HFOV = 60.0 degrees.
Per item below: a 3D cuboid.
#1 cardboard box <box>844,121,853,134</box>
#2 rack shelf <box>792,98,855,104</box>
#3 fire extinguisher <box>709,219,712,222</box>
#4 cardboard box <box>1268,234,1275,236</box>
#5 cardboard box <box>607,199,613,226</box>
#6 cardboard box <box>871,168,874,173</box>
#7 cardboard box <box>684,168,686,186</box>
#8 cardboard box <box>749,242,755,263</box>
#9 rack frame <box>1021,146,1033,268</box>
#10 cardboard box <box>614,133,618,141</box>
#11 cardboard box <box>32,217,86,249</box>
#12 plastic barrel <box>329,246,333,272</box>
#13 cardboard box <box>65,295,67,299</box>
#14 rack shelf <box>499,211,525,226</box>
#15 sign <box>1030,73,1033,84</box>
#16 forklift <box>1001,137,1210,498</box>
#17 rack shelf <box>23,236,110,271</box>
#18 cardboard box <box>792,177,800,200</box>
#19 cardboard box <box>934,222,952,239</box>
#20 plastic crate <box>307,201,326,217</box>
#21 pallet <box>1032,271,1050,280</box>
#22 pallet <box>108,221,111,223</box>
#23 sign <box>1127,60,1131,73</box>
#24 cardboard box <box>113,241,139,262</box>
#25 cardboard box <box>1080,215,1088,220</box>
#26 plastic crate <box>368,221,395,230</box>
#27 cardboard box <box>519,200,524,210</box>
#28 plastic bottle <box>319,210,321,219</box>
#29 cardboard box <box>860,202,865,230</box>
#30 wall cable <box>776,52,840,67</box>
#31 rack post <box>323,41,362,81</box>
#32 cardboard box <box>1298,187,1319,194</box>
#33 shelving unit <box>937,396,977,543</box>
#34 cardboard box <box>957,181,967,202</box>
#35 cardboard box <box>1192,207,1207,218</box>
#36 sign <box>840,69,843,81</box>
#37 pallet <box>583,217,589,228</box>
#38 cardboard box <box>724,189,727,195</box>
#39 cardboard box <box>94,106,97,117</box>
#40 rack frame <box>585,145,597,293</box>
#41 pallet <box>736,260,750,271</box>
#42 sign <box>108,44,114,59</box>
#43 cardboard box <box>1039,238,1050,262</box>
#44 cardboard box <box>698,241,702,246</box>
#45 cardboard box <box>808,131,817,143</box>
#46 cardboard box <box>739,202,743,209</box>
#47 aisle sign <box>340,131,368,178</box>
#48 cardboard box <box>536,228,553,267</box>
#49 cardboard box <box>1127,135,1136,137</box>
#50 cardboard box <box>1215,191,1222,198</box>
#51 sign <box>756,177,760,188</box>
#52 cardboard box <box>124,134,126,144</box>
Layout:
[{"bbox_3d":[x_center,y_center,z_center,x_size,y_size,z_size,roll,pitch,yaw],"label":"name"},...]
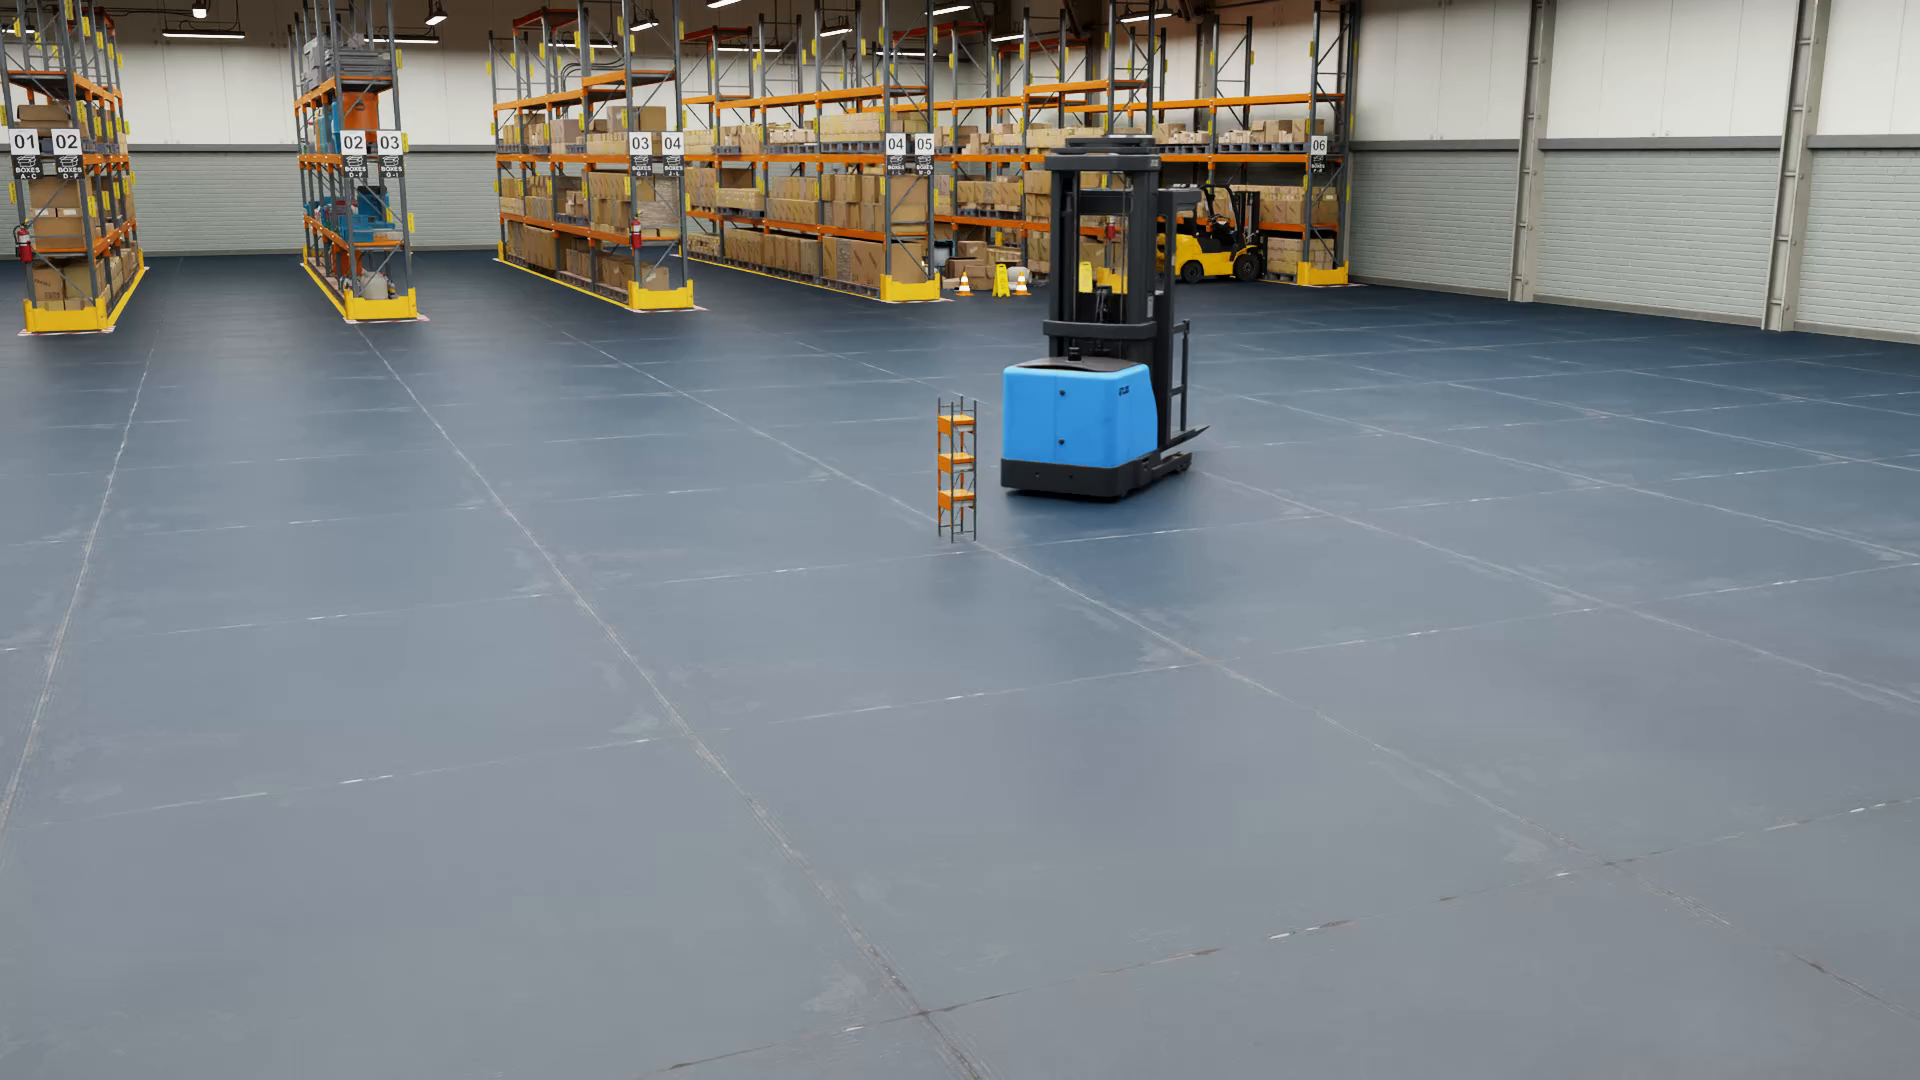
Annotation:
[{"bbox_3d":[-2.047,-8.418,33.955,0.500,0.250,0.500,-5,14,-22],"label":"cardboard box"},{"bbox_3d":[-3.397,-9.956,37.479,0.919,0.124,3.809,-6,14,-23],"label":"rack shelf"},{"bbox_3d":[-7.081,-9.424,47.434,0.296,0.674,0.183,-6,14,-23],"label":"fire extinguisher"},{"bbox_3d":[7.227,-7.046,39.111,0.500,0.250,0.500,-6,14,-23],"label":"cardboard box"},{"bbox_3d":[-6.434,-6.430,32.620,0.875,0.500,0.500,-6,14,-23],"label":"cardboard box"},{"bbox_3d":[-2.287,-10.397,46.762,0.380,0.149,0.250,-6,14,-23],"label":"cardboard box"},{"bbox_3d":[-7.466,-10.113,46.316,0.500,0.500,0.500,-6,14,-23],"label":"cardboard box"},{"bbox_3d":[-4.906,-7.103,41.021,0.500,0.500,0.500,-5,14,-21],"label":"cardboard box"},{"bbox_3d":[1.899,-7.538,38.288,1.000,3.000,0.127,-6,14,-23],"label":"rack frame"},{"bbox_3d":[-6.305,-7.589,31.304,0.380,0.149,0.250,-6,14,-23],"label":"cardboard box"},{"bbox_3d":[-14.832,-5.069,27.398,0.700,0.500,0.500,-6,14,-23],"label":"cardboard box"},{"bbox_3d":[-13.985,-6.385,37.721,0.600,0.588,0.708,-6,14,-23],"label":"plastic barrel"},{"bbox_3d":[-15.354,-3.974,28.055,0.500,0.250,0.500,-6,14,-23],"label":"cardboard box"},{"bbox_3d":[-11.186,-8.359,43.428,1.077,0.370,4.000,-6,14,-23],"label":"rack shelf"},{"bbox_3d":[2.156,-13.967,50.339,0.100,0.325,0.005,-6,14,-23],"label":"sign"},{"bbox_3d":[1.455,-2.059,14.767,1.130,2.935,3.031,6,15,26],"label":"forklift"},{"bbox_3d":[-15.458,-4.985,28.854,1.077,0.370,4.000,-6,14,-23],"label":"rack shelf"},{"bbox_3d":[-3.411,-8.023,37.944,0.700,0.500,0.500,-6,14,-24],"label":"cardboard box"},{"bbox_3d":[-0.257,-7.869,43.498,0.875,0.875,0.875,-5,14,-22],"label":"cardboard box"},{"bbox_3d":[-15.423,-7.936,39.908,0.392,0.384,0.575,-6,14,-23],"label":"plastic crate"},{"bbox_3d":[2.201,-6.044,38.017,1.003,0.211,1.213,-6,14,-23],"label":"pallet"},{"bbox_3d":[-19.244,-7.133,36.965,1.003,0.211,1.213,-6,14,-23],"label":"pallet"},{"bbox_3d":[4.350,-12.179,42.788,0.100,0.325,0.005,-6,14,-23],"label":"sign"},{"bbox_3d":[-20.622,-7.135,41.113,0.500,0.500,0.500,-6,14,-23],"label":"cardboard box"},{"bbox_3d":[2.836,-7.097,35.498,0.500,0.500,0.500,-6,14,-23],"label":"cardboard box"},{"bbox_3d":[-11.027,-5.919,31.622,0.499,0.251,0.616,-6,14,-23],"label":"plastic crate"},{"bbox_3d":[-10.803,-8.435,41.837,0.500,0.250,0.500,-6,14,-24],"label":"cardboard box"},{"bbox_3d":[-14.332,-7.246,37.286,0.061,0.283,0.133,-6,14,-23],"label":"plastic bottle"},{"bbox_3d":[-1.533,-6.628,34.023,0.875,0.550,0.550,-6,14,-23],"label":"cardboard box"},{"bbox_3d":[-4.754,-14.157,53.582,2.355,3.000,0.029,-6,14,-23],"label":"wall cable"},{"bbox_3d":[-12.597,-9.614,33.508,0.935,0.934,2.738,-6,14,-23],"label":"rack post"},{"bbox_3d":[7.712,-7.726,36.777,0.380,0.149,0.250,-6,14,-23],"label":"cardboard box"},{"bbox_3d":[-0.021,-0.523,12.299,0.215,1.050,0.252,-6,14,-23],"label":"shelving unit"},{"bbox_3d":[0.265,-8.649,41.274,0.500,0.500,0.500,-6,14,-25],"label":"cardboard box"},{"bbox_3d":[6.004,-7.995,40.593,0.500,0.250,0.500,-5,14,-22],"label":"cardboard box"},{"bbox_3d":[-3.418,-13.424,47.989,0.100,0.325,0.005,-6,14,-23],"label":"sign"},{"bbox_3d":[-7.354,-6.721,35.181,1.003,0.211,1.213,-6,14,-23],"label":"pallet"},{"bbox_3d":[-5.749,-8.810,42.090,0.380,0.149,0.250,-6,14,-24],"label":"cardboard box"},{"bbox_3d":[-18.439,-8.874,34.969,0.500,0.500,0.500,-6,14,-23],"label":"cardboard box"},{"bbox_3d":[-7.181,-6.643,34.420,1.000,3.000,0.127,-6,14,-23],"label":"rack frame"},{"bbox_3d":[-4.994,-6.951,41.937,1.003,0.211,1.213,-6,14,-23],"label":"pallet"},{"bbox_3d":[-18.957,-10.908,37.121,0.100,0.325,0.005,-6,14,-23],"label":"sign"},{"bbox_3d":[2.114,-6.513,37.361,0.500,0.500,0.500,-5,14,-21],"label":"cardboard box"},{"bbox_3d":[-6.994,-8.165,45.729,0.380,0.149,0.250,-6,14,-26],"label":"cardboard box"},{"bbox_3d":[-3.025,-8.843,36.454,0.500,0.250,0.500,-5,14,-22],"label":"cardboard box"},{"bbox_3d":[-5.224,-8.251,40.994,0.380,0.149,0.250,-6,14,-25],"label":"cardboard box"},{"bbox_3d":[-10.360,-6.594,28.444,0.394,0.787,0.004,-6,14,-23],"label":"aisle sign"},{"bbox_3d":[-9.390,-6.968,39.606,1.225,0.875,0.875,-6,14,-23],"label":"cardboard box"},{"bbox_3d":[3.544,-8.373,34.915,0.500,0.250,0.500,-6,14,-24],"label":"cardboard box"},{"bbox_3d":[6.333,-8.262,39.757,0.380,0.149,0.250,-6,14,-24],"label":"cardboard box"},{"bbox_3d":[-5.293,-9.338,43.497,0.100,0.325,0.005,-6,14,-23],"label":"sign"},{"bbox_3d":[-20.627,-9.777,40.533,0.500,0.250,0.500,-6,14,-23],"label":"cardboard box"}]
